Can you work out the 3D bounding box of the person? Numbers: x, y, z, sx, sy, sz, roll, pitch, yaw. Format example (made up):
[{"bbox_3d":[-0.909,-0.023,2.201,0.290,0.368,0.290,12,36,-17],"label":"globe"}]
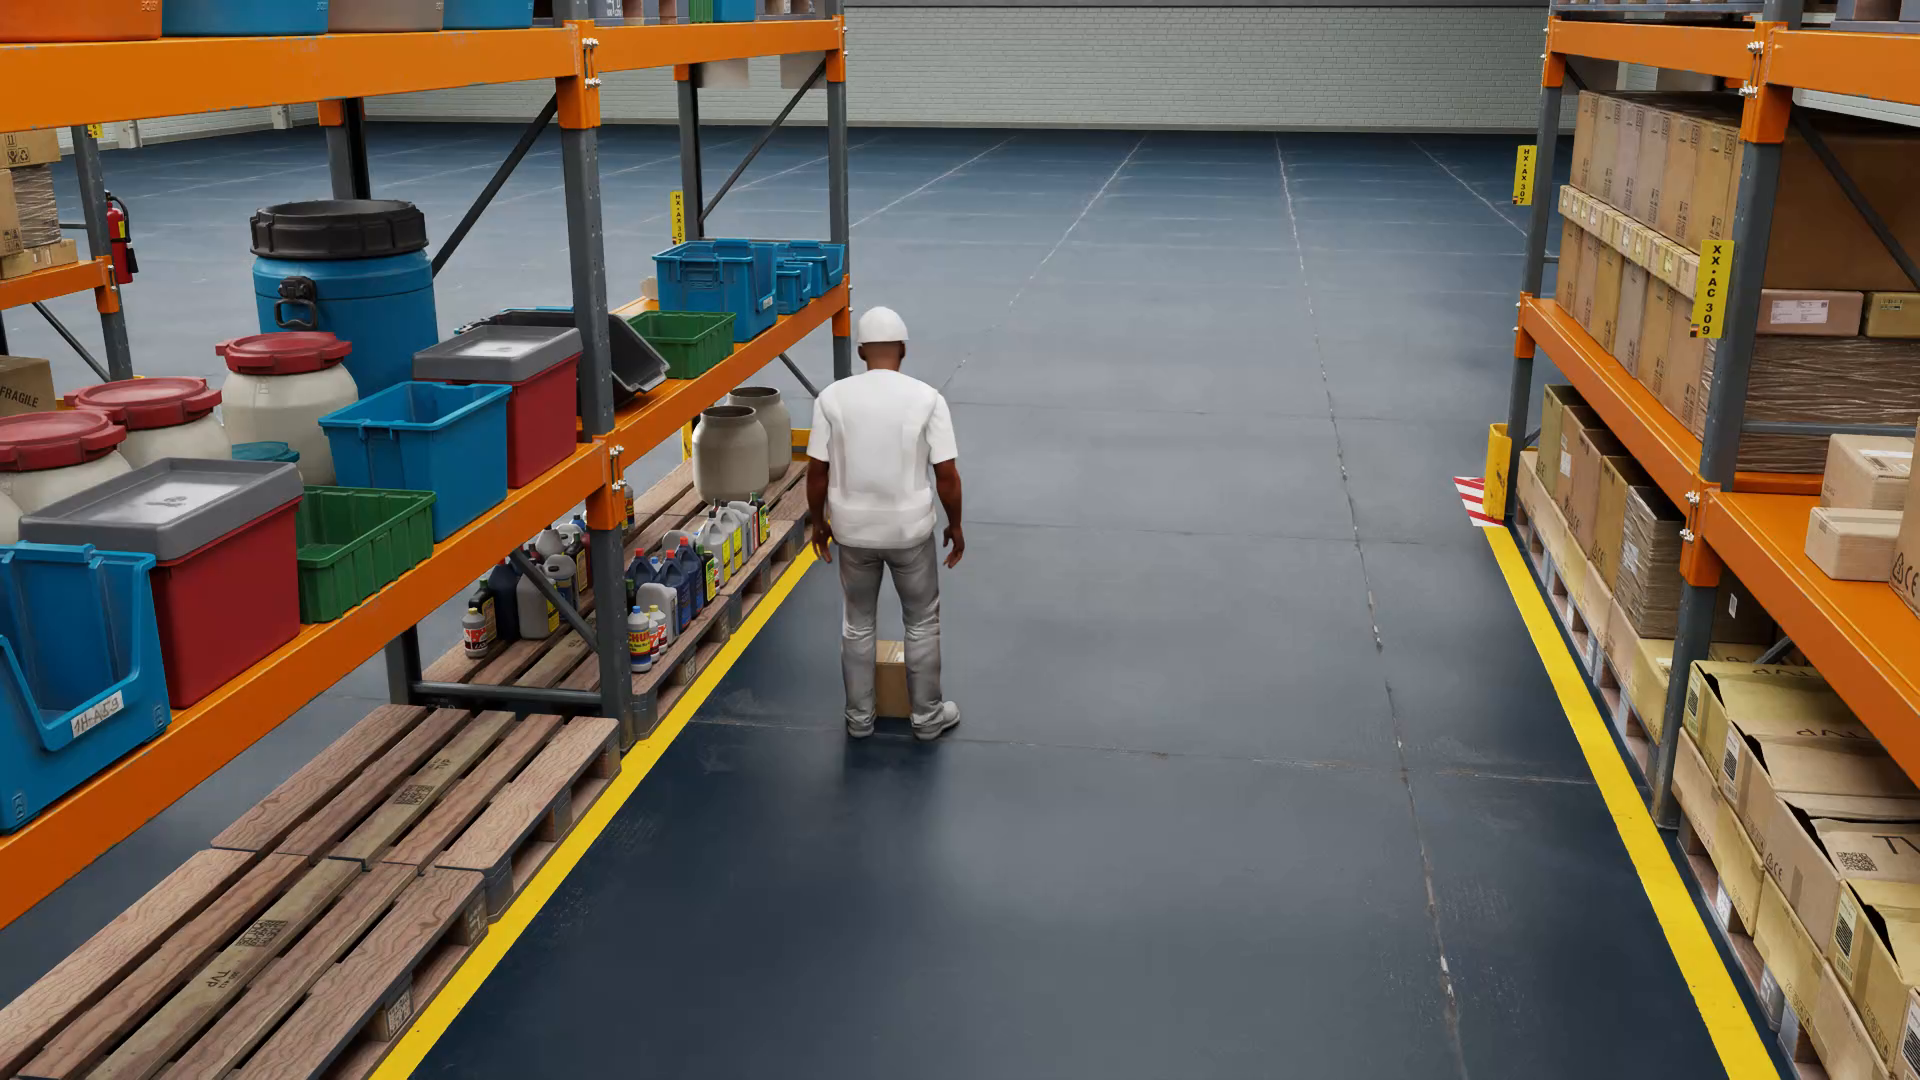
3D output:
[{"bbox_3d":[-0.294,-0.055,6.693,0.629,1.761,0.462,3,18,8],"label":"person"}]
